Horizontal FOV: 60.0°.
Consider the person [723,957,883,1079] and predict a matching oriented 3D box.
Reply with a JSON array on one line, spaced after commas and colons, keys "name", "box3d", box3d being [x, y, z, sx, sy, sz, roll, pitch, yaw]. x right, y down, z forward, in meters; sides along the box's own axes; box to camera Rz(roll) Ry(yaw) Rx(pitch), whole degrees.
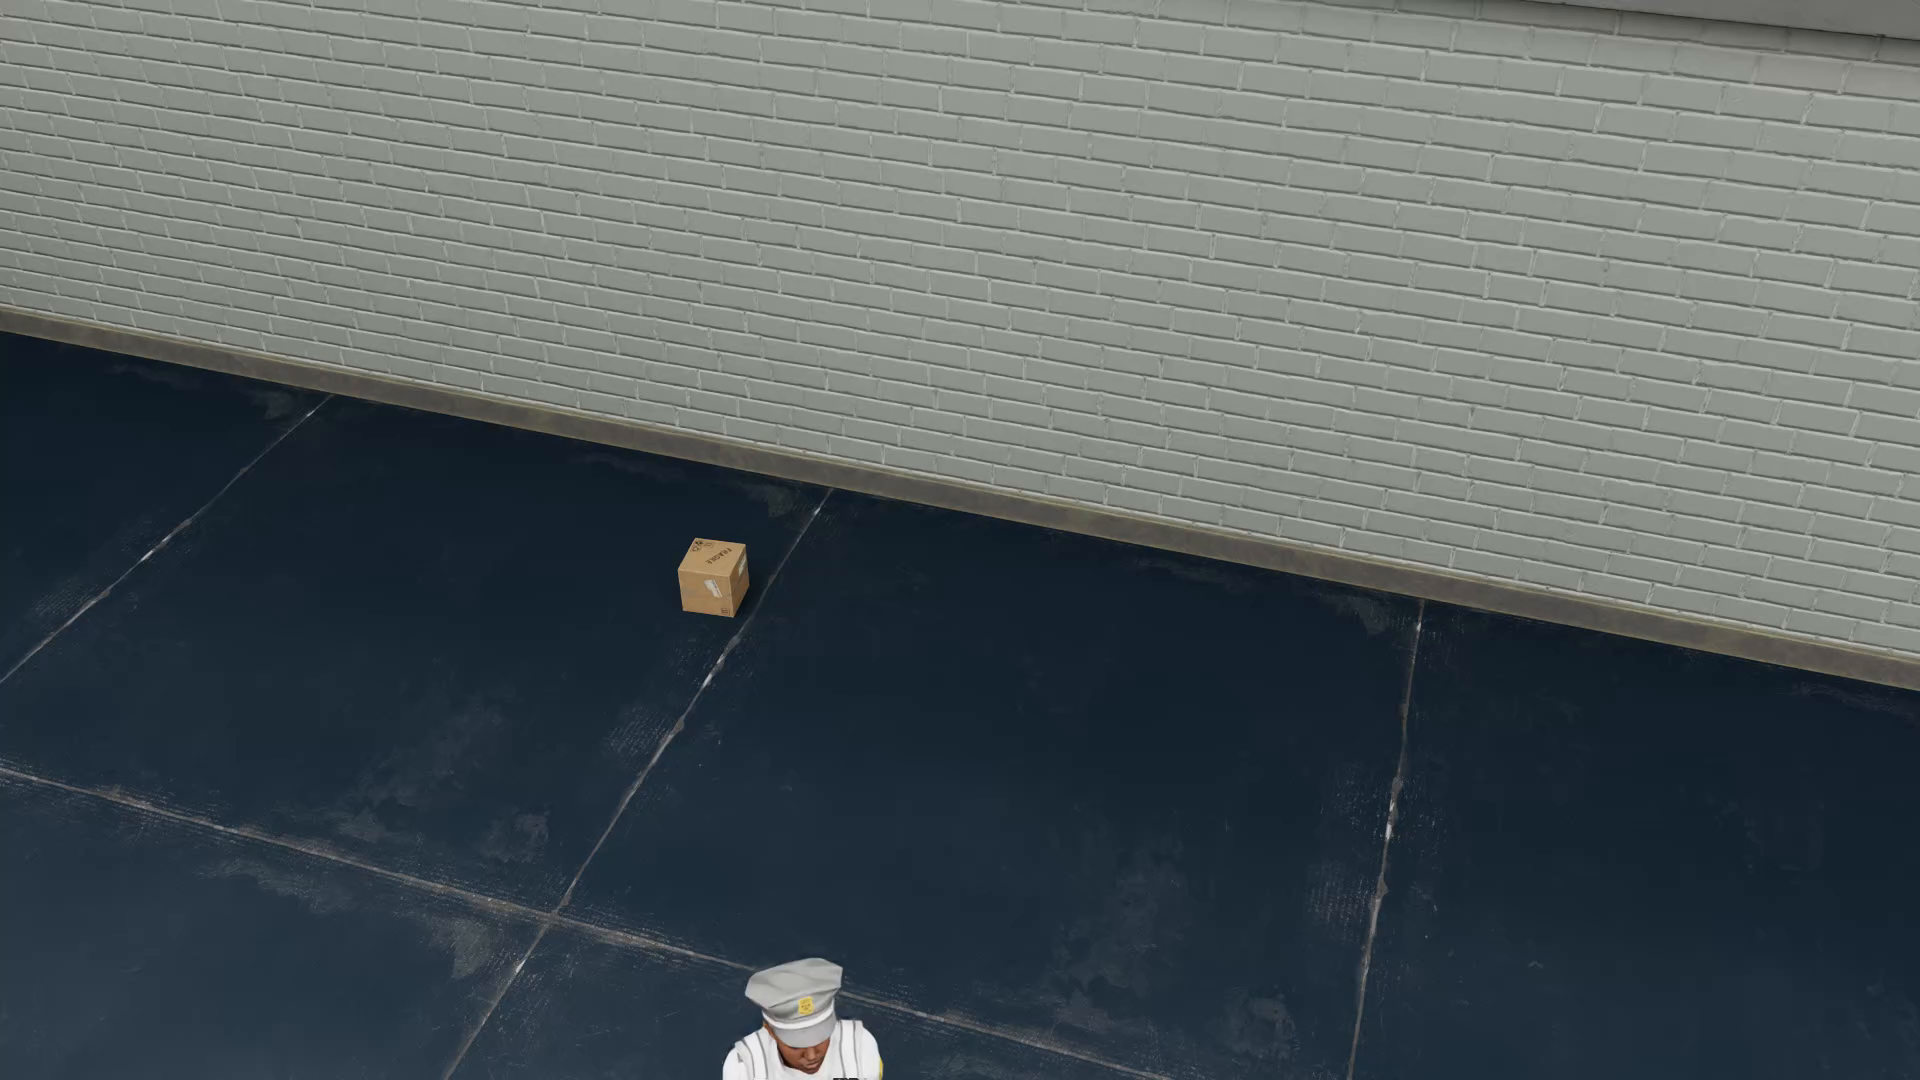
[{"name": "person", "box3d": [-0.408, 1.713, 4.579, 0.432, 1.680, 0.663, -5, 38, -7]}]
